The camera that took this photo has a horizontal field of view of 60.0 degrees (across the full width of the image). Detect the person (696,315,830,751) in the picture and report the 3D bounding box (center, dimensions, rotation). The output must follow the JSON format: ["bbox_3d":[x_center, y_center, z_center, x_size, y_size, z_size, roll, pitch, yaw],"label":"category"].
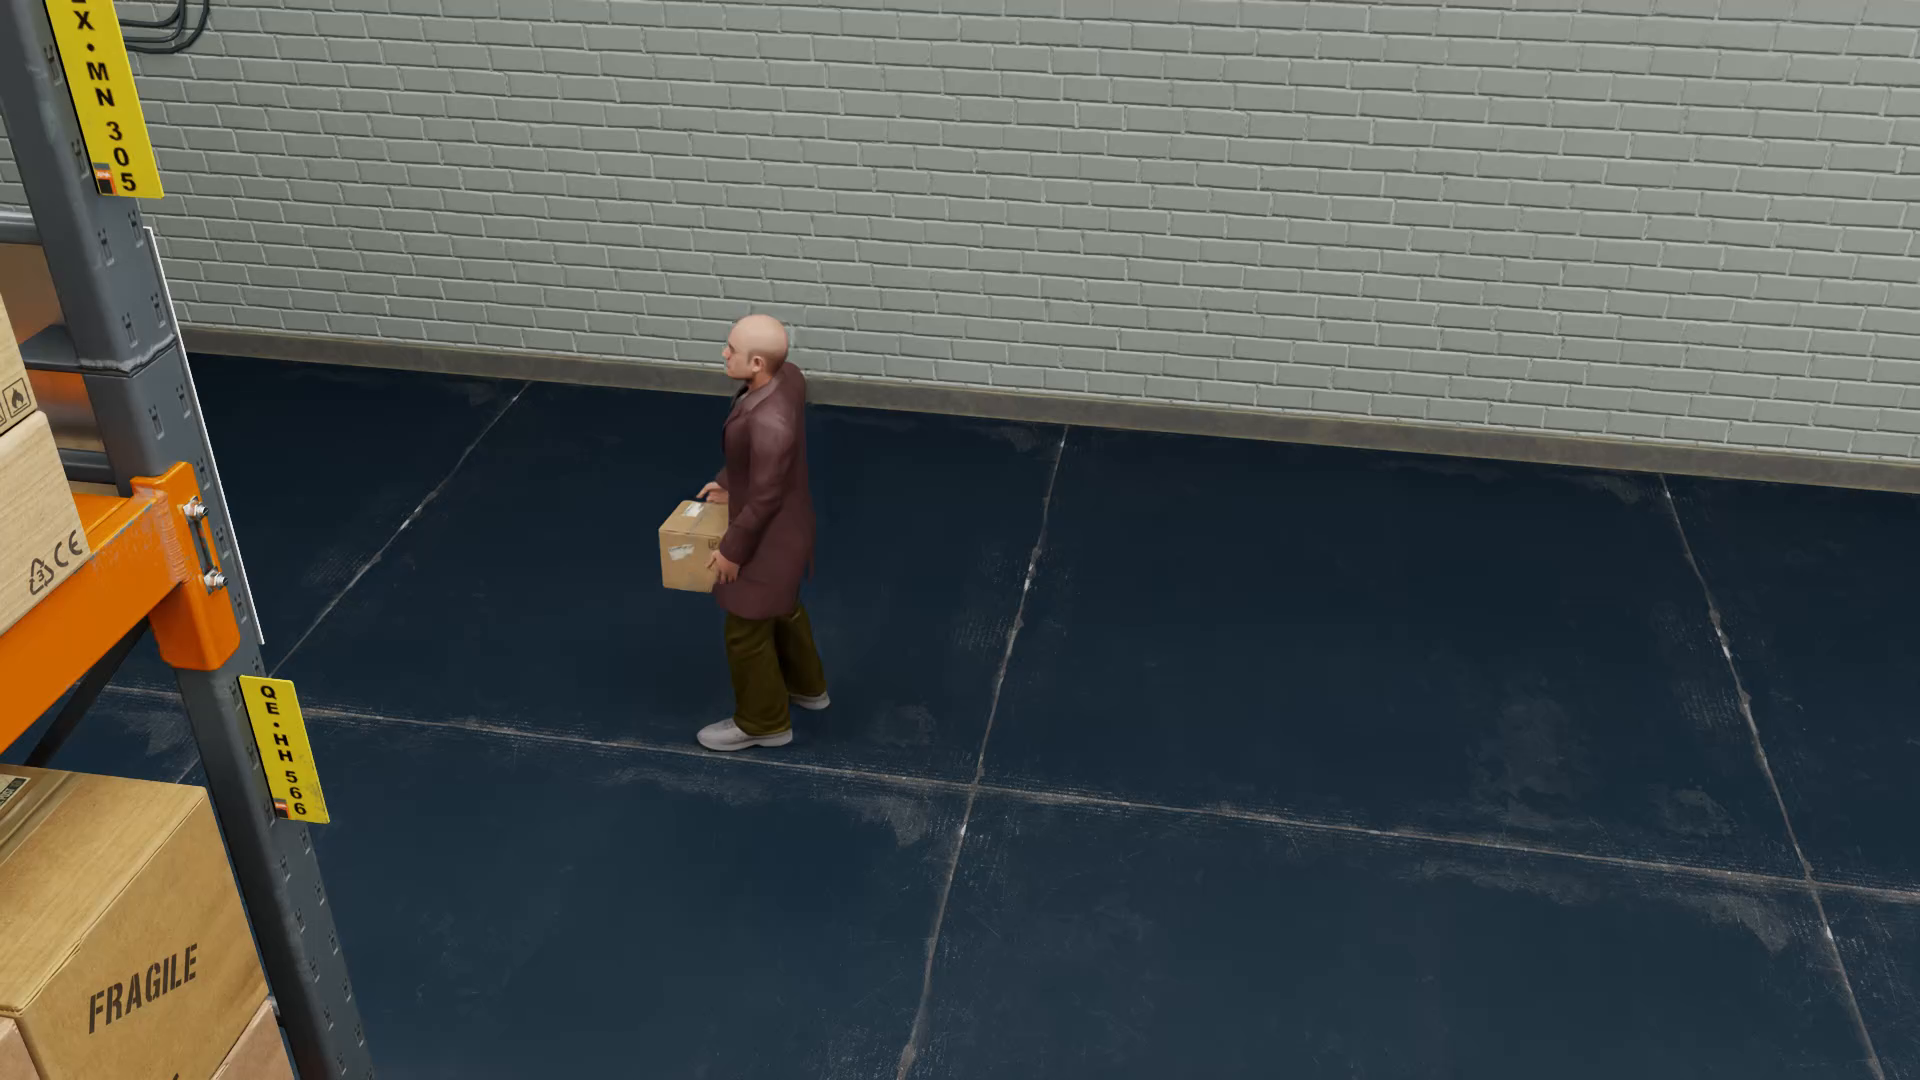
[{"bbox_3d":[-0.783,-0.021,6.182,0.480,1.779,0.621,2,32,3],"label":"person"}]
